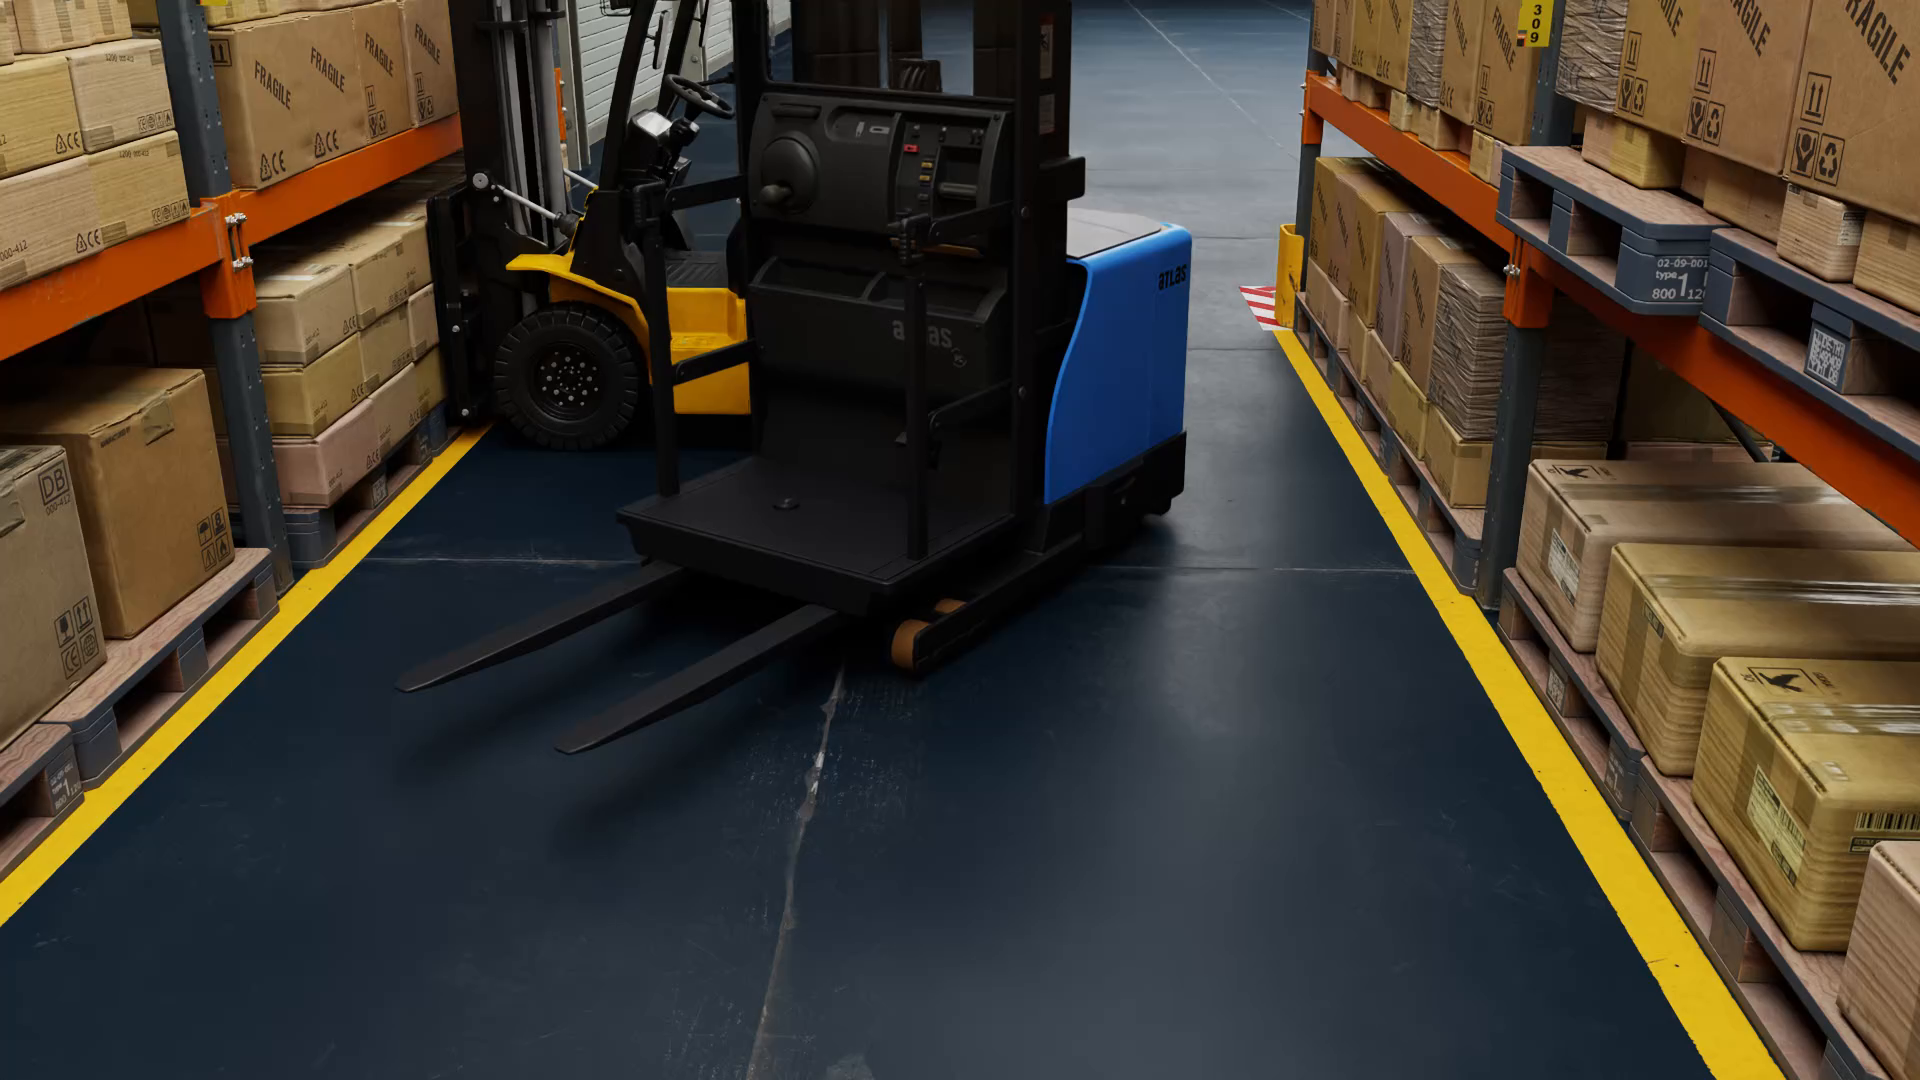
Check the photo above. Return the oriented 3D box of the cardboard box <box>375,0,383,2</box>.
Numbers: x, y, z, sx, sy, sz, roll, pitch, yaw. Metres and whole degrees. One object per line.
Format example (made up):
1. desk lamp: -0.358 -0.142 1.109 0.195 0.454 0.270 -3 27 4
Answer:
1. cardboard box: -2.415 -2.154 6.399 0.380 0.149 0.250 0 21 0

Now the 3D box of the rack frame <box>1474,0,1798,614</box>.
1. rack frame: 2.206 -1.177 4.916 1.000 3.000 0.127 1 21 2

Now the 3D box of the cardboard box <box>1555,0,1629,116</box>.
1. cardboard box: 1.905 -1.392 4.339 0.500 0.500 0.500 1 21 3

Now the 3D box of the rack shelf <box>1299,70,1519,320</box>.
1. rack shelf: 2.267 -1.565 6.910 1.077 0.370 4.000 1 21 2

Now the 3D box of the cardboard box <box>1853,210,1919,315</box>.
1. cardboard box: 1.827 -0.492 2.916 0.380 0.149 0.250 0 21 0

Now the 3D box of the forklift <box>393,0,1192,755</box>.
1. forklift: -0.387 -1.158 4.962 1.130 2.935 3.031 14 25 31

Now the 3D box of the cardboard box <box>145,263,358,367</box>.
1. cardboard box: -2.427 -0.782 5.735 0.500 0.250 0.500 0 21 1

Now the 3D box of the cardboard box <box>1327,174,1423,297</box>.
1. cardboard box: 2.015 -1.400 7.676 0.500 0.500 0.500 0 21 0

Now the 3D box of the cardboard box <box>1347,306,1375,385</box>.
1. cardboard box: 2.000 -0.867 7.336 0.500 0.250 0.500 2 21 5

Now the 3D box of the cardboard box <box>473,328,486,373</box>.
1. cardboard box: -2.374 -0.869 7.341 0.500 0.250 0.500 1 21 3

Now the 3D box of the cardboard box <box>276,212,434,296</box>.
1. cardboard box: -2.398 -1.147 6.676 0.500 0.250 0.500 1 21 3

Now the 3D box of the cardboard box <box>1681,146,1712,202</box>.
1. cardboard box: 1.925 -0.866 3.880 0.380 0.149 0.250 2 21 5

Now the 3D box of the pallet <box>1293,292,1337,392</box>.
1. pallet: 2.265 -1.002 8.321 1.003 0.211 1.213 1 21 2

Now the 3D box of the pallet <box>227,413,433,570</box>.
1. pallet: -2.689 -0.217 6.297 1.003 0.211 1.213 1 21 2

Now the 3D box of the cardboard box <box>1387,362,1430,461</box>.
1. cardboard box: 1.962 -0.500 6.392 0.500 0.250 0.500 0 21 0

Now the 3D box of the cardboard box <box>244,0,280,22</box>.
1. cardboard box: -2.476 -1.785 5.449 0.380 0.149 0.250 1 21 3

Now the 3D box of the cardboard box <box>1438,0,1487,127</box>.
1. cardboard box: 1.980 -1.712 5.745 0.500 0.500 0.500 1 21 3

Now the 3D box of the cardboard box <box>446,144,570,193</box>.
1. cardboard box: -2.336 -1.887 8.583 0.500 0.250 0.500 1 21 3

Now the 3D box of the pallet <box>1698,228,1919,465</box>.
1. pallet: 2.104 -0.358 3.069 1.003 0.211 1.213 1 21 2

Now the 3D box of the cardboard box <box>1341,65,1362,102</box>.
1. cardboard box: 1.974 -2.108 7.662 0.380 0.149 0.250 1 21 2

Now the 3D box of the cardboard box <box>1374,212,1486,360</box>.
1. cardboard box: 1.984 -1.026 6.710 0.500 0.500 0.500 2 21 4

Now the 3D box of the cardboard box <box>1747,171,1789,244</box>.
1. cardboard box: 1.866 -0.684 3.412 0.380 0.149 0.250 1 21 2

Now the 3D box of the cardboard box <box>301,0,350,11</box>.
1. cardboard box: -2.415 -1.968 5.920 0.380 0.149 0.250 1 21 3

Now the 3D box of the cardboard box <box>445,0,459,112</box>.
1. cardboard box: -2.426 -2.170 7.336 0.500 0.500 0.500 0 21 1

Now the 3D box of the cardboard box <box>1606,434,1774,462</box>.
1. cardboard box: 2.494 -0.301 5.879 0.500 0.250 0.500 0 21 -1

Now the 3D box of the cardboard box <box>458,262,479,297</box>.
1. cardboard box: -2.376 -1.095 7.234 0.500 0.250 0.500 1 21 1

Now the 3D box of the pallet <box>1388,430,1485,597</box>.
1. pallet: 2.191 -0.120 6.047 1.003 0.211 1.213 1 21 2

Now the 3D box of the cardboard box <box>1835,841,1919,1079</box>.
1. cardboard box: 2.126 0.827 2.802 0.950 0.372 0.625 0 21 1

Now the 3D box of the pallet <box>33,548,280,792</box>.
1. pallet: -2.739 0.337 4.870 1.003 0.211 1.213 1 21 2

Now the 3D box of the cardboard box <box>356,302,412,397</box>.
1. cardboard box: -2.419 -0.731 6.295 0.500 0.250 0.500 1 21 1

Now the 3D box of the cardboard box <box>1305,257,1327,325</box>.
1. cardboard box: 2.027 -1.249 8.321 0.500 0.250 0.500 0 21 1

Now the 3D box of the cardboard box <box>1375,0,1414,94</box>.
1. cardboard box: 2.002 -2.085 6.706 0.500 0.500 0.500 0 21 1

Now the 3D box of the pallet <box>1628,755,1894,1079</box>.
1. pallet: 2.150 0.847 3.555 1.003 0.211 1.213 1 21 2

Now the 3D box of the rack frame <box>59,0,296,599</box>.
1. rack frame: -2.755 -1.230 5.053 1.000 3.000 0.127 1 21 2

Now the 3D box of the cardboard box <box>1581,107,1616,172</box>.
1. cardboard box: 1.874 -1.059 4.379 0.380 0.149 0.250 1 21 2

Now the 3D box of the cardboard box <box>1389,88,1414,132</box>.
1. cardboard box: 1.948 -1.732 6.694 0.380 0.149 0.250 1 21 2

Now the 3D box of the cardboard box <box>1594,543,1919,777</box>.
1. cardboard box: 2.174 0.302 4.156 0.950 0.372 0.625 2 21 5

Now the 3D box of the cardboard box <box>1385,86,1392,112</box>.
1. cardboard box: 2.052 -1.918 7.172 0.380 0.149 0.250 1 21 3

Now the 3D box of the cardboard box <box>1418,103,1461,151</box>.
1. cardboard box: 1.939 -1.547 6.216 0.380 0.149 0.250 0 21 1

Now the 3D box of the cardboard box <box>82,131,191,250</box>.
1. cardboard box: -2.509 -0.975 4.603 0.500 0.250 0.500 1 21 3

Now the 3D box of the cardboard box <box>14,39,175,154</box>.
1. cardboard box: -2.515 -1.213 4.525 0.500 0.250 0.500 0 21 0

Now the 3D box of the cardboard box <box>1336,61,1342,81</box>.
1. cardboard box: 2.111 -2.386 8.378 0.380 0.149 0.250 1 21 2

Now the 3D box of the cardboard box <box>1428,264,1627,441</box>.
1. cardboard box: 1.956 -0.657 5.760 0.500 0.500 0.500 0 21 1

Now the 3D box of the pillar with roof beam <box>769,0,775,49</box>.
1. pillar with roof beam: 1.295 -11.692 23.723 9.100 9.000 0.400 1 21 2

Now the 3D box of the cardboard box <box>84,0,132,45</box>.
1. cardboard box: -2.544 -1.453 4.593 0.380 0.149 0.250 1 21 3

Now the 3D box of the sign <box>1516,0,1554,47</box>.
1. sign: 1.664 -1.584 4.767 0.100 0.325 0.005 1 21 2

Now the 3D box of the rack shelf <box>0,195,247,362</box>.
1. rack shelf: -2.816 -0.172 3.319 1.077 0.370 4.000 1 21 2

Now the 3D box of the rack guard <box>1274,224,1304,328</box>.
1. rack guard: 2.326 -1.430 9.024 1.175 0.500 0.348 1 21 2

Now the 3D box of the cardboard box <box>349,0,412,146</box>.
1. cardboard box: -2.467 -1.806 6.399 0.500 0.500 0.500 0 21 1

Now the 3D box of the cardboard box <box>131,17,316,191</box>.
1. cardboard box: -2.481 -1.434 5.441 0.500 0.500 0.500 0 21 0

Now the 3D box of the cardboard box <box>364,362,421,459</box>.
1. cardboard box: -2.410 -0.499 6.389 0.500 0.250 0.500 0 21 0

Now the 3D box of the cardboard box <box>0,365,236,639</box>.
1. cardboard box: -2.760 -0.130 4.920 0.875 0.625 0.625 2 21 4

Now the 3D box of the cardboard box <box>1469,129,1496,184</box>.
1. cardboard box: 1.912 -1.270 5.502 0.380 0.149 0.250 1 21 3

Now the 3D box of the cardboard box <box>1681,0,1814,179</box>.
1. cardboard box: 1.862 -1.032 3.412 0.500 0.500 0.500 1 21 1

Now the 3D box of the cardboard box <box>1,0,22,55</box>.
1. cardboard box: -2.594 -1.272 4.125 0.380 0.149 0.250 1 21 2

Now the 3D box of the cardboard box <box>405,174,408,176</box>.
1. cardboard box: -2.849 -1.704 8.113 0.500 0.250 0.500 1 21 2

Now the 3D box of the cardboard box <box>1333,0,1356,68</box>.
1. cardboard box: 2.024 -2.453 7.655 0.500 0.500 0.500 1 21 3

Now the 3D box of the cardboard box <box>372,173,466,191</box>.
1. cardboard box: -2.351 -1.519 7.637 0.500 0.250 0.500 1 21 2
